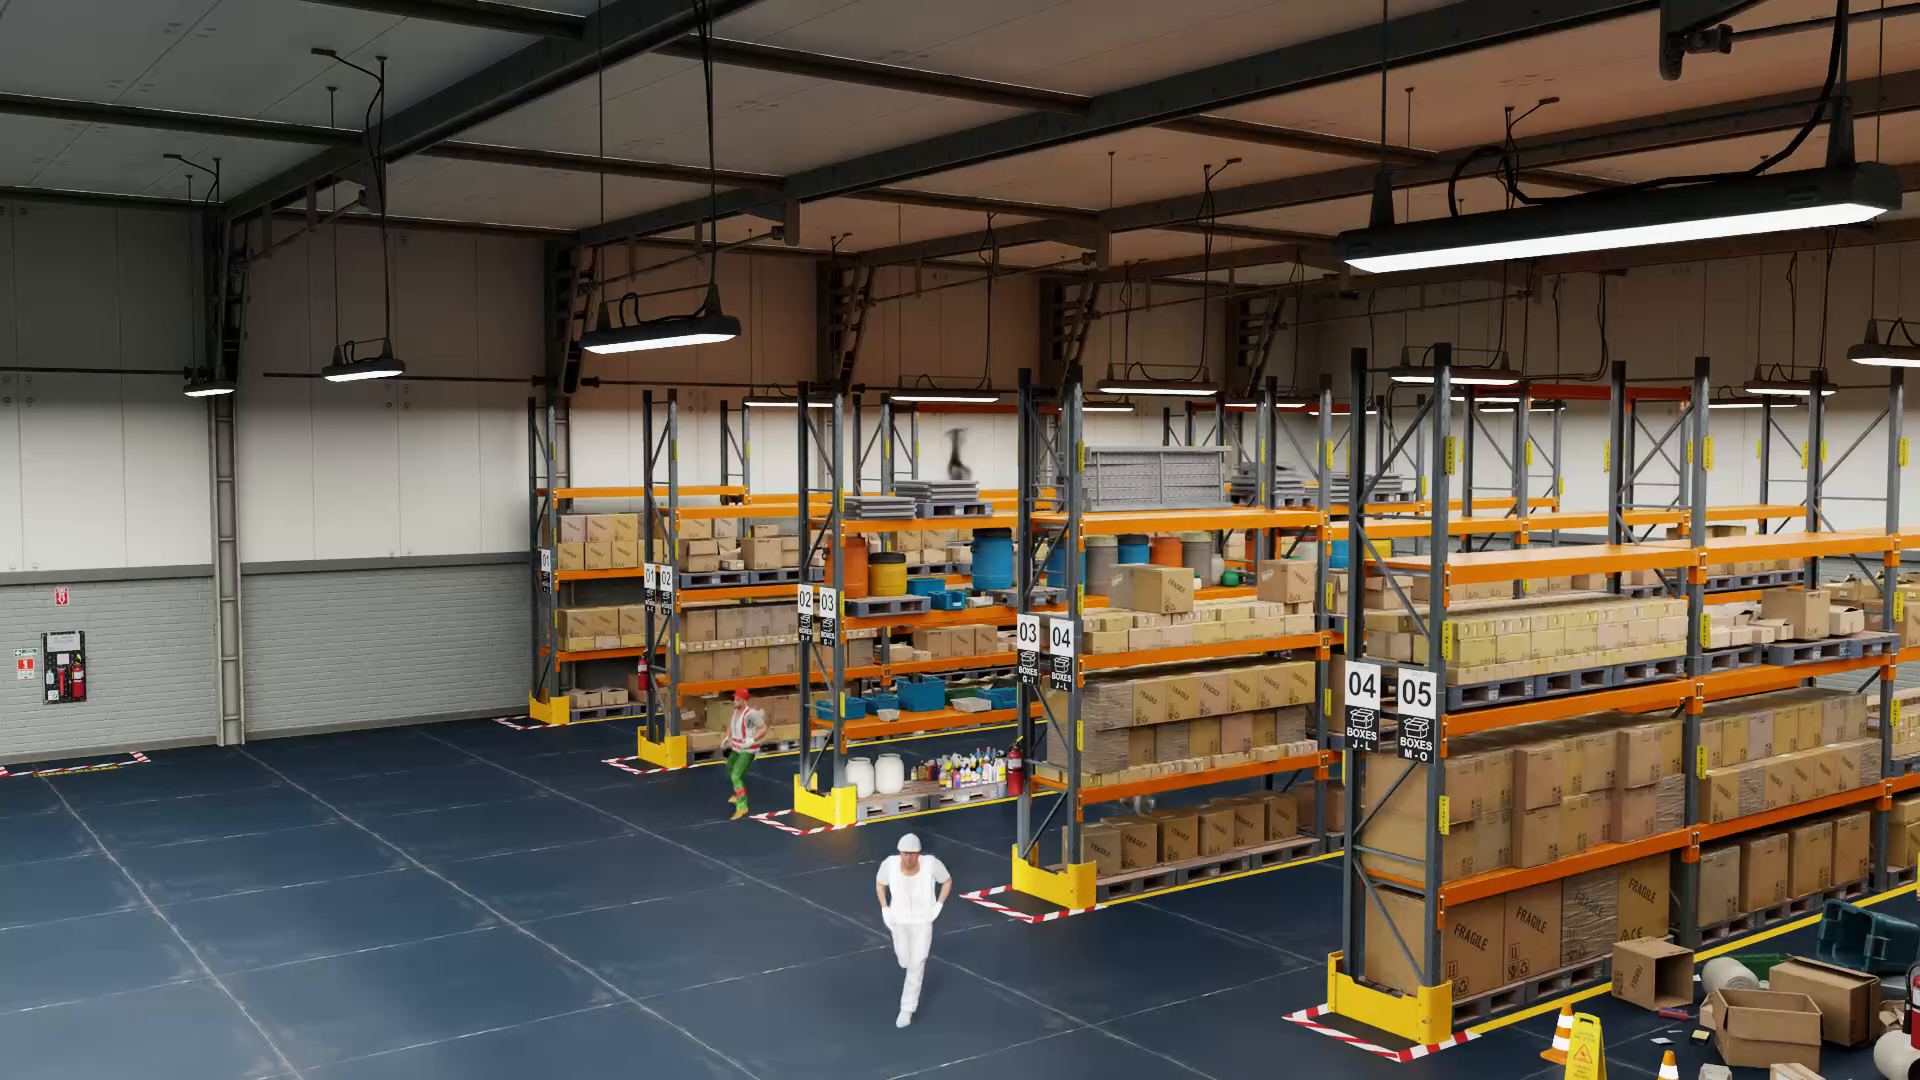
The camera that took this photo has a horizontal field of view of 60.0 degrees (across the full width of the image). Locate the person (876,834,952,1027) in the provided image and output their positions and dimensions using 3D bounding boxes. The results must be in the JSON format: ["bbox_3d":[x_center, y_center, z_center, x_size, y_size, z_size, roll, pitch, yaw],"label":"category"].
[{"bbox_3d":[-0.414,3.440,15.055,0.685,1.727,0.968,0,3,0],"label":"person"}]

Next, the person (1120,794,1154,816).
[{"bbox_3d":[2.298,3.101,21.627,0.681,1.596,0.553,-3,5,-44],"label":"person"}]

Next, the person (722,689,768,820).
[{"bbox_3d":[-3.042,2.936,23.111,0.895,1.774,0.760,3,4,41],"label":"person"}]
